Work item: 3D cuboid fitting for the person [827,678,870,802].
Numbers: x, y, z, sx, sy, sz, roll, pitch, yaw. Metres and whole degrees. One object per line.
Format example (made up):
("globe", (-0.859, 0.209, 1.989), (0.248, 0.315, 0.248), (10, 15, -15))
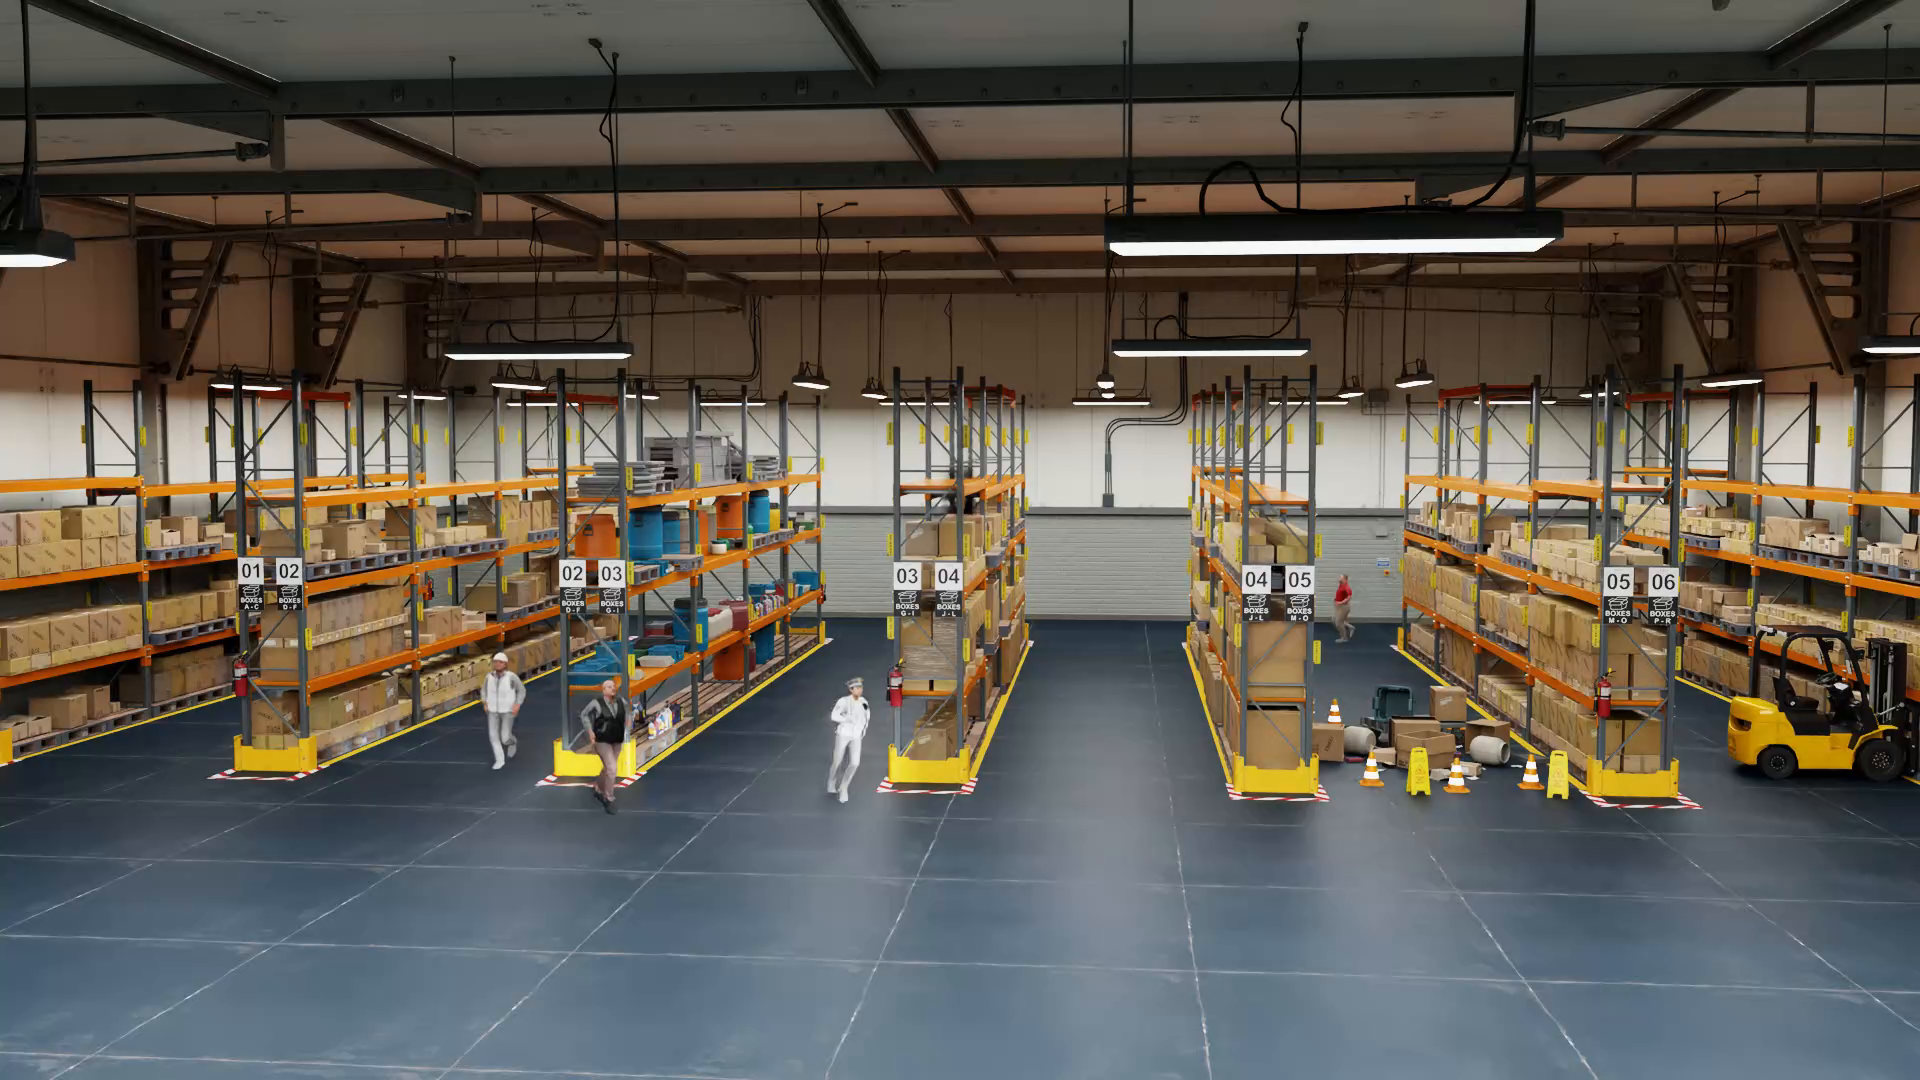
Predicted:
("person", (-1.499, 2.748, 23.048), (0.620, 1.701, 0.689), (-1, 4, -18))

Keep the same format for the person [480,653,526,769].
("person", (-6.957, 2.576, 25.302), (0.692, 1.741, 0.611), (0, 4, 0))

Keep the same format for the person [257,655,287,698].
("person", (-11.592, 2.361, 28.291), (0.700, 1.772, 0.963), (0, 4, -2))

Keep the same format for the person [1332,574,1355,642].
("person", (9.374, 1.658, 40.465), (0.558, 1.685, 0.691), (0, 4, 4))

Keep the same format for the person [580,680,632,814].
("person", (-4.715, 2.755, 22.354), (0.788, 1.778, 0.651), (3, 5, 44))
